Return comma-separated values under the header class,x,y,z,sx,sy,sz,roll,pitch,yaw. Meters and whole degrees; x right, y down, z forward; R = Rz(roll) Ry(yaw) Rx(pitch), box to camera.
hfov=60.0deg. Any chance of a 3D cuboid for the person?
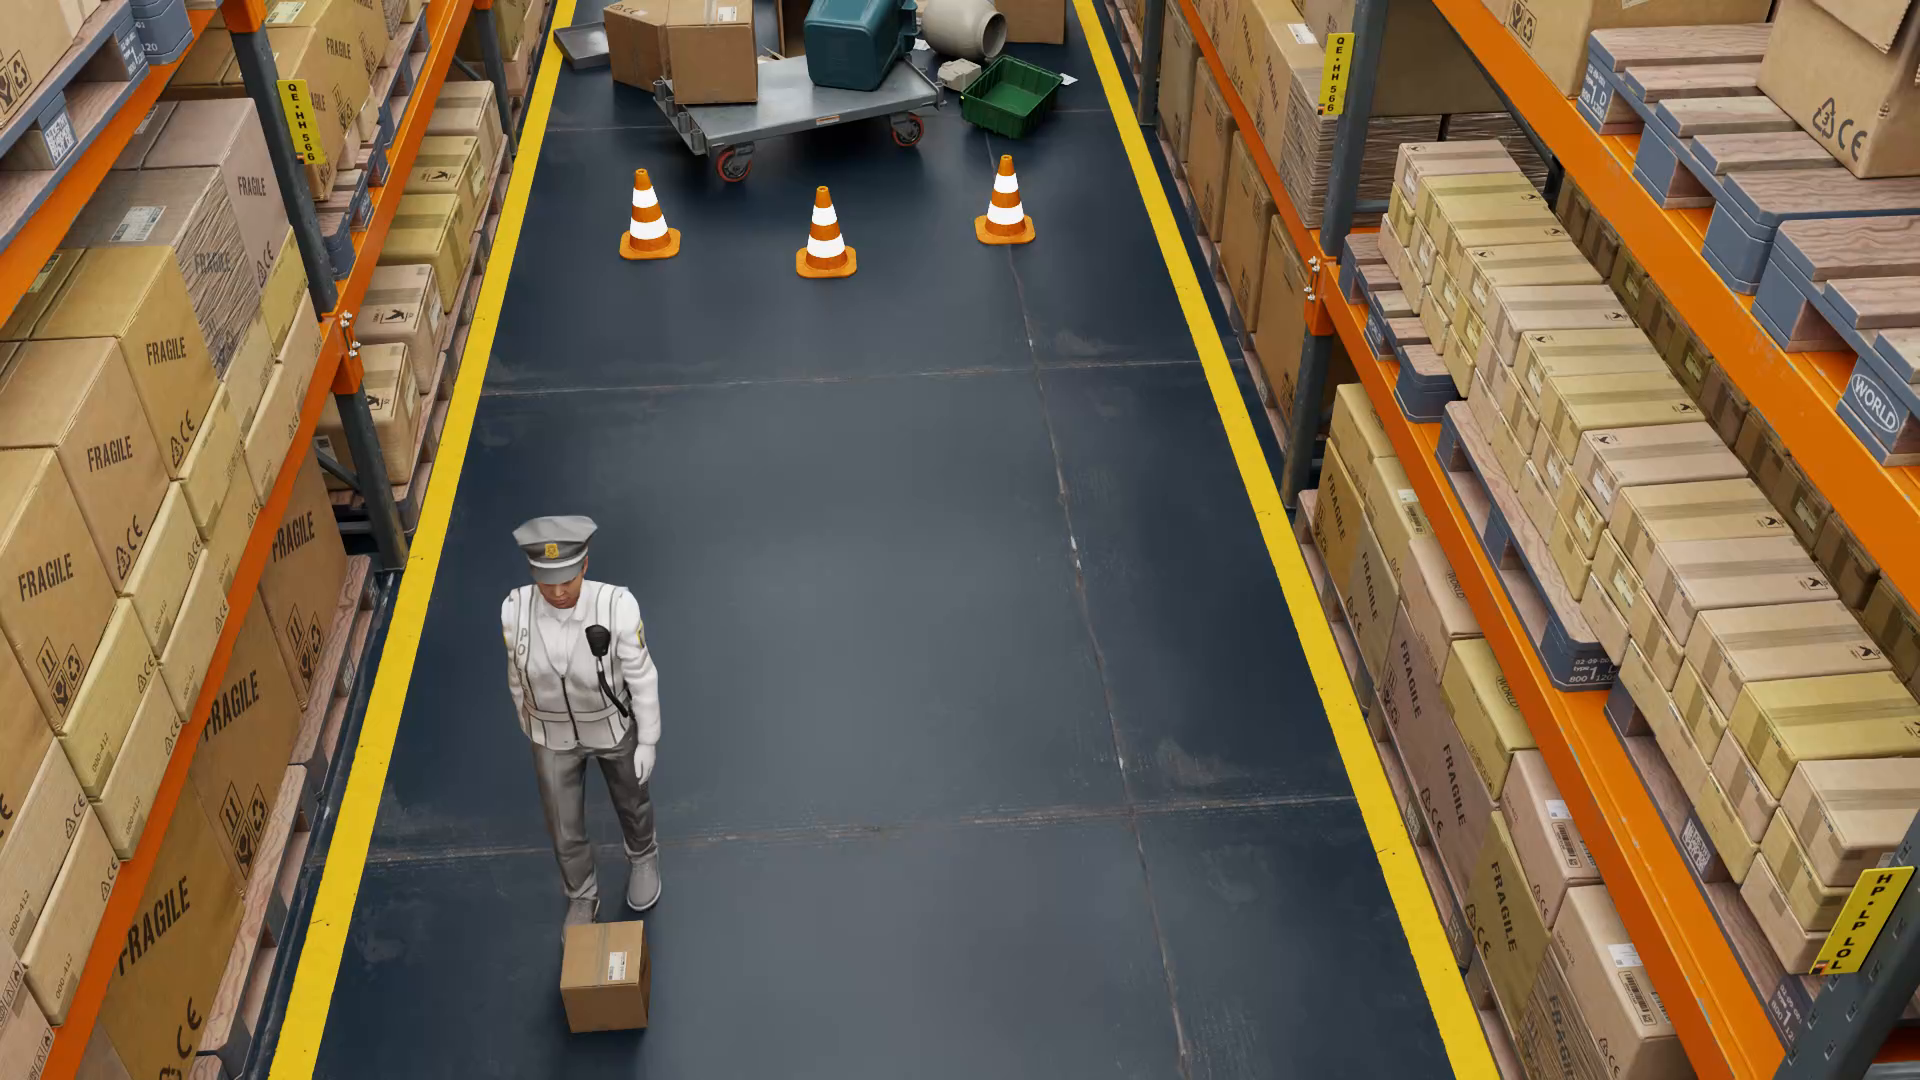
class,x,y,z,sx,sy,sz,roll,pitch,yaw
person,-1.194,0.641,5.360,0.475,1.683,0.485,-3,39,-3
